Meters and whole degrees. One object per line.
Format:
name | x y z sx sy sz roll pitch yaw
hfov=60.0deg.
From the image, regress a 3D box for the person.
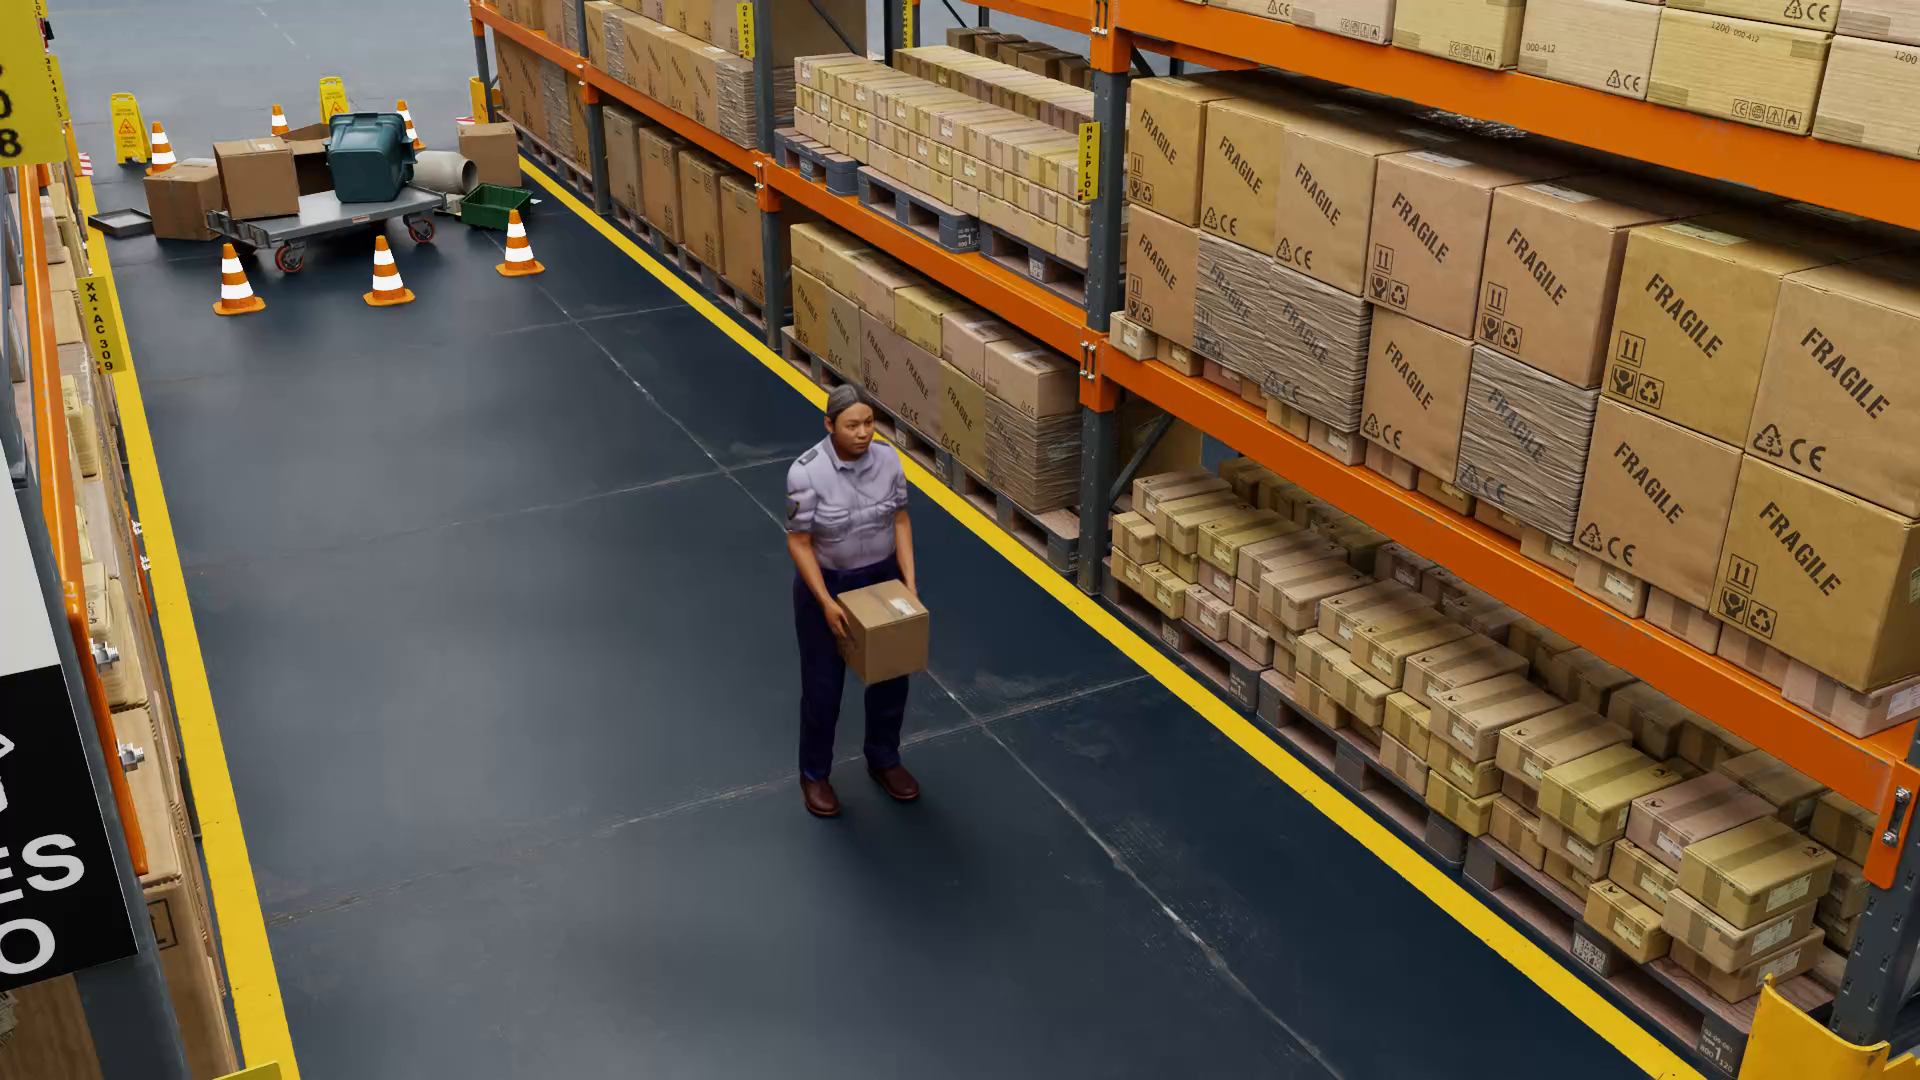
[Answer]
person | -0.391 0.214 6.169 0.506 1.656 0.423 -13 29 -26
